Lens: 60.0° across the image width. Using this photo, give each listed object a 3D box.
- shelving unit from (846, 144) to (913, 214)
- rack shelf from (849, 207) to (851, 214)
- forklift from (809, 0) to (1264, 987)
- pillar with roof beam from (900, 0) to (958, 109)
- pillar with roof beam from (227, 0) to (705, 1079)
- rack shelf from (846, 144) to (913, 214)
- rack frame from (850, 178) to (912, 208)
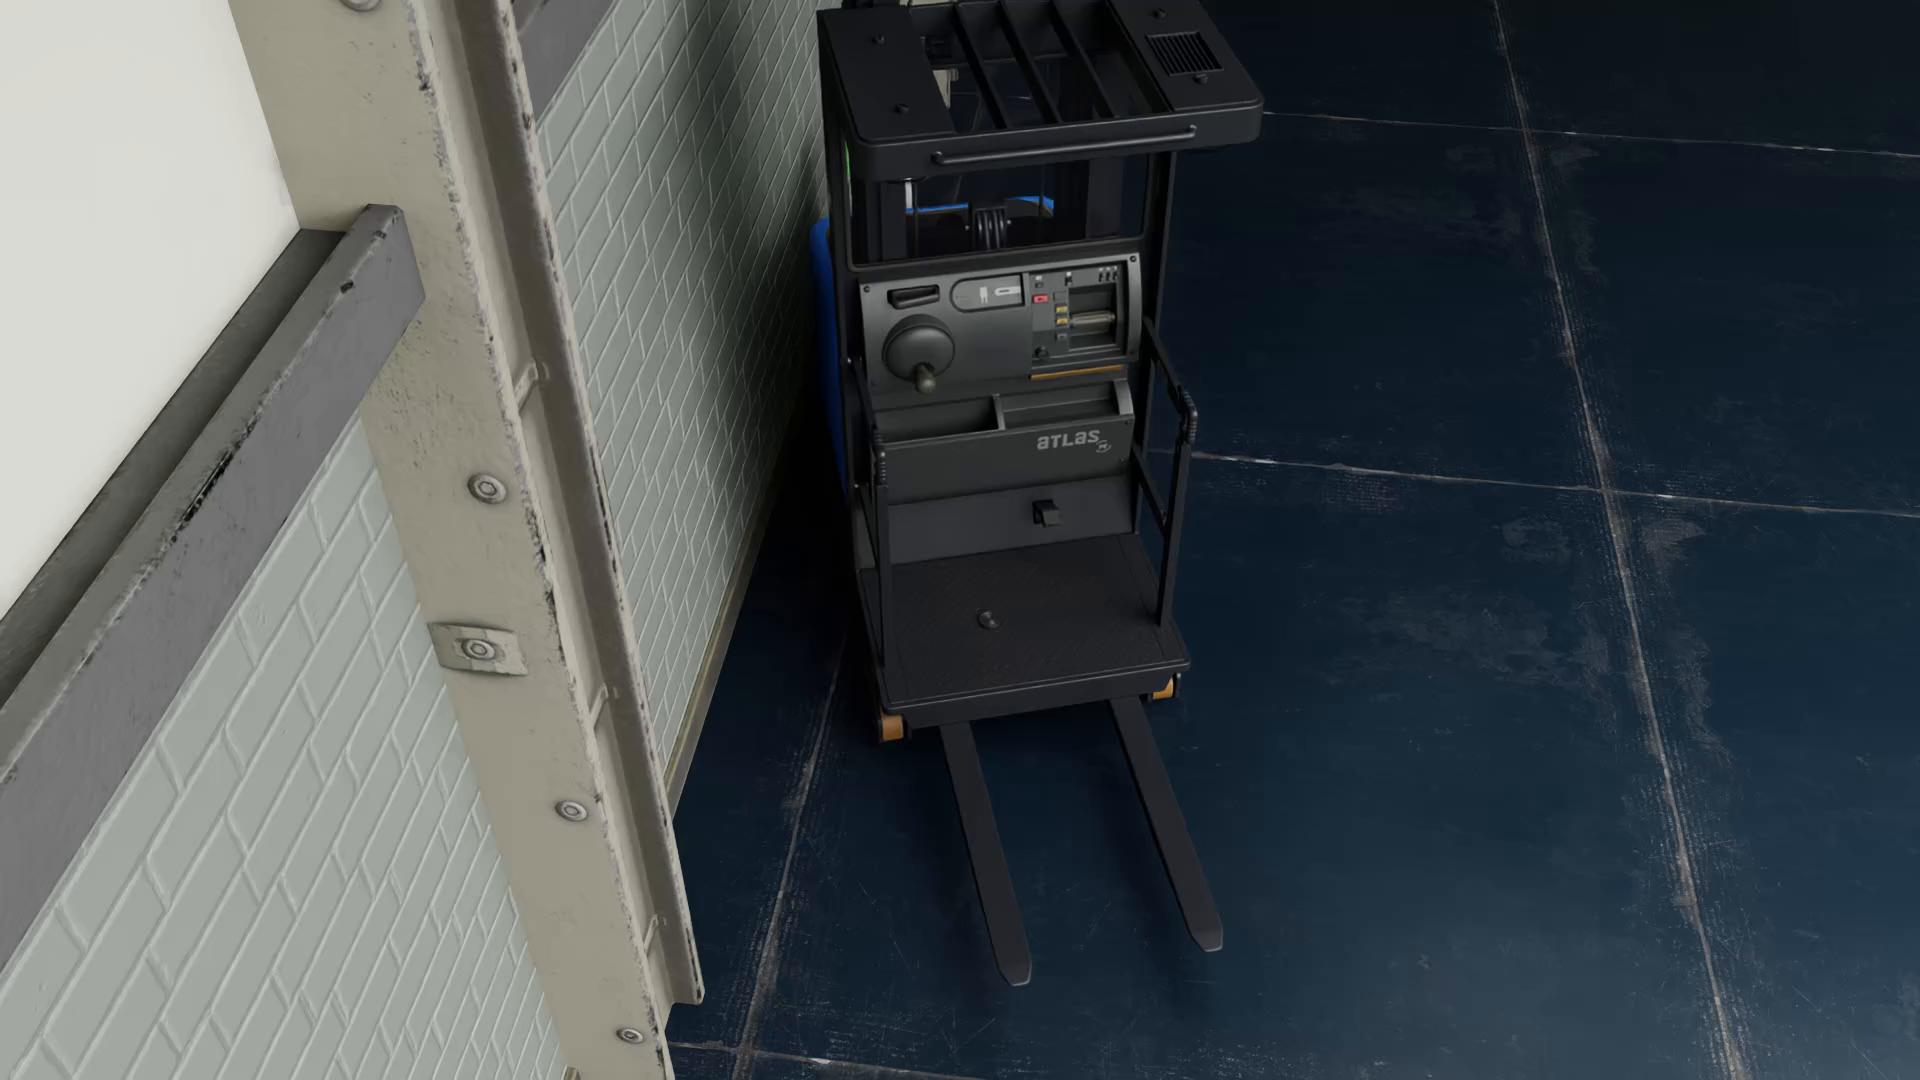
[{"bbox_3d":[-0.361,-1.169,7.112,0.258,1.200,0.503,-8,44,-8],"label":"shelving unit"},{"bbox_3d":[-0.361,-1.297,6.991,0.258,0.148,0.480,-8,44,-8],"label":"rack shelf"},{"bbox_3d":[0.183,-0.624,5.278,1.130,2.935,3.031,-8,44,-8],"label":"forklift"},{"bbox_3d":[4.077,-5.427,5.937,9.100,9.000,0.400,5,44,6],"label":"pillar with roof beam"},{"bbox_3d":[3.284,-1.338,1.618,9.100,9.000,0.400,5,44,6],"label":"pillar with roof beam"},{"bbox_3d":[-0.361,-1.471,6.826,0.258,0.148,0.480,-8,44,-8],"label":"rack shelf"},{"bbox_3d":[-0.313,-1.005,6.938,0.240,1.200,0.015,-8,44,-8],"label":"rack frame"}]
